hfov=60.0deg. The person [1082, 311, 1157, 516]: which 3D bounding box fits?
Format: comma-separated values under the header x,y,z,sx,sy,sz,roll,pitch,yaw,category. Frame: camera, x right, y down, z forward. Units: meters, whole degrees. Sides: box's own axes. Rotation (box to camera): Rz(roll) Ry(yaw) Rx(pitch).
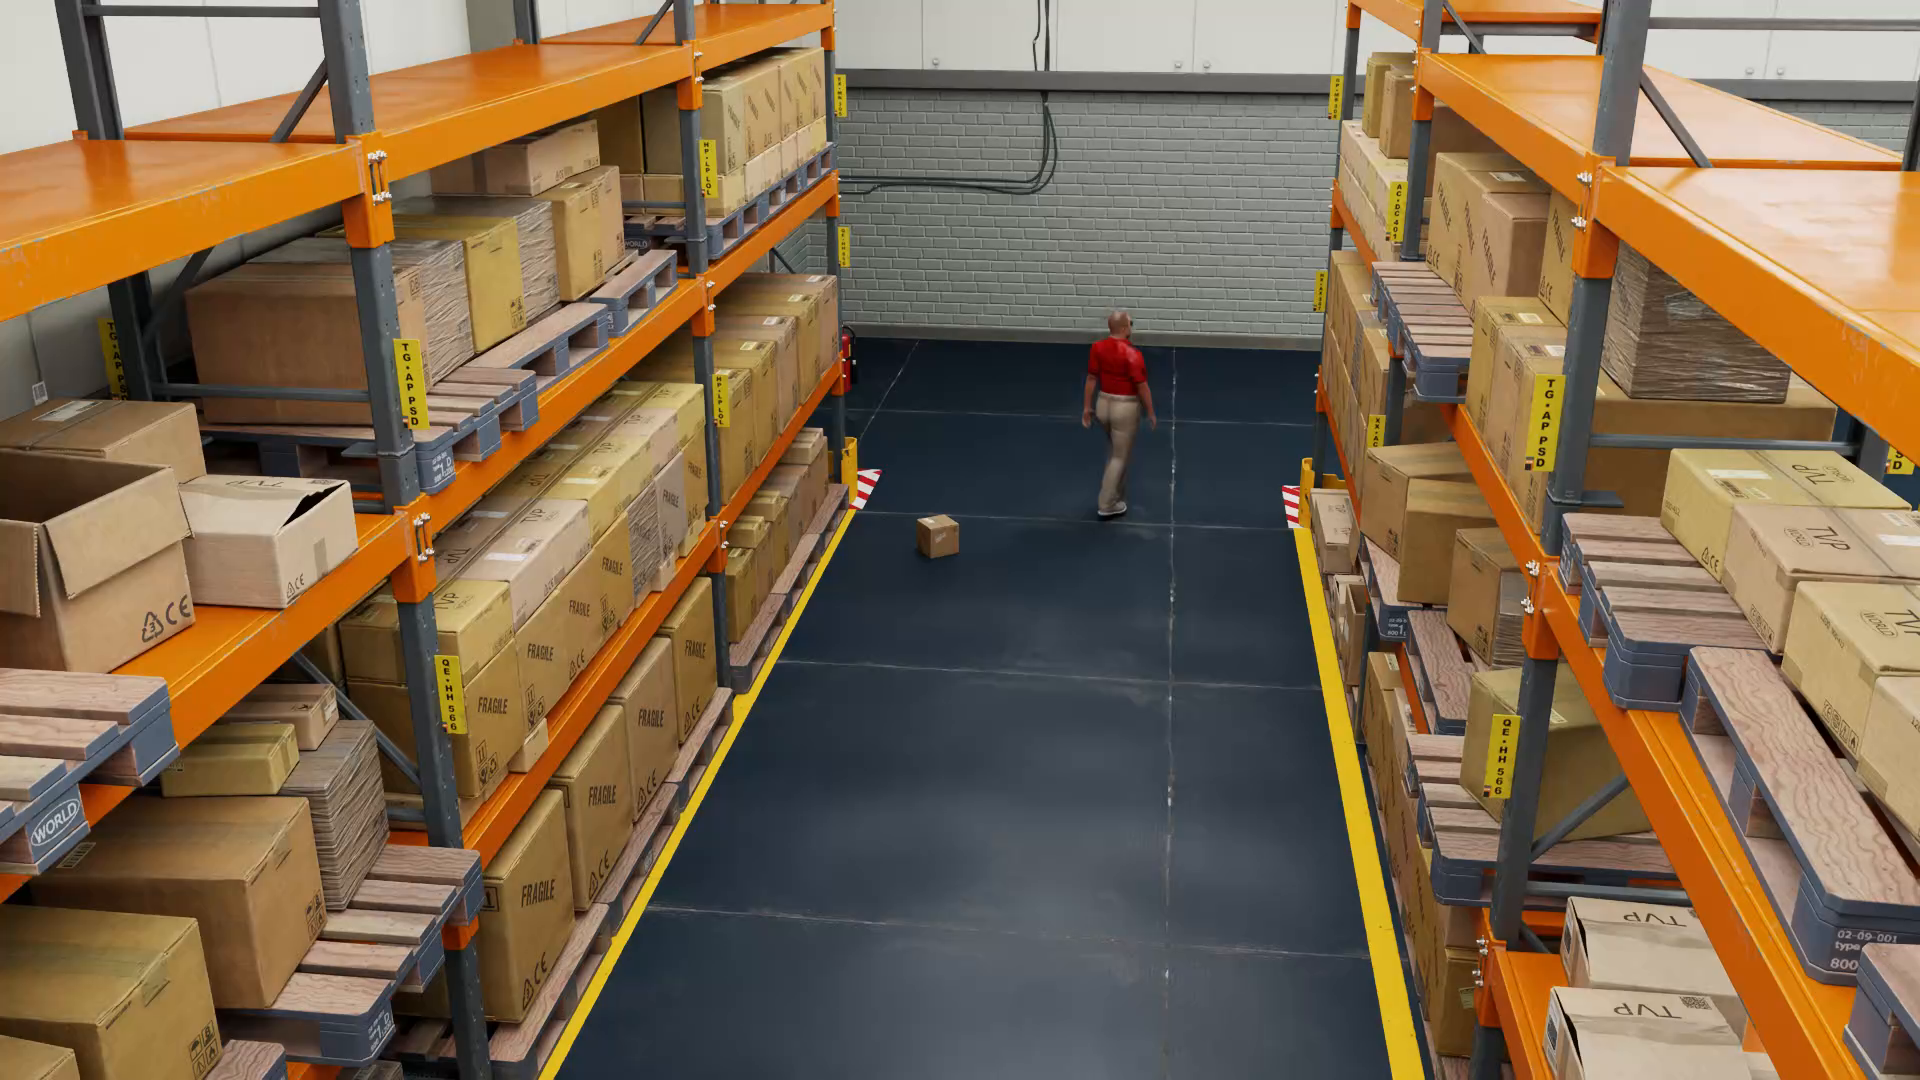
x,y,z,sx,sy,sz,roll,pitch,yaw,category
1.335,-1.023,13.824,0.553,1.800,0.588,-18,27,-39,person
